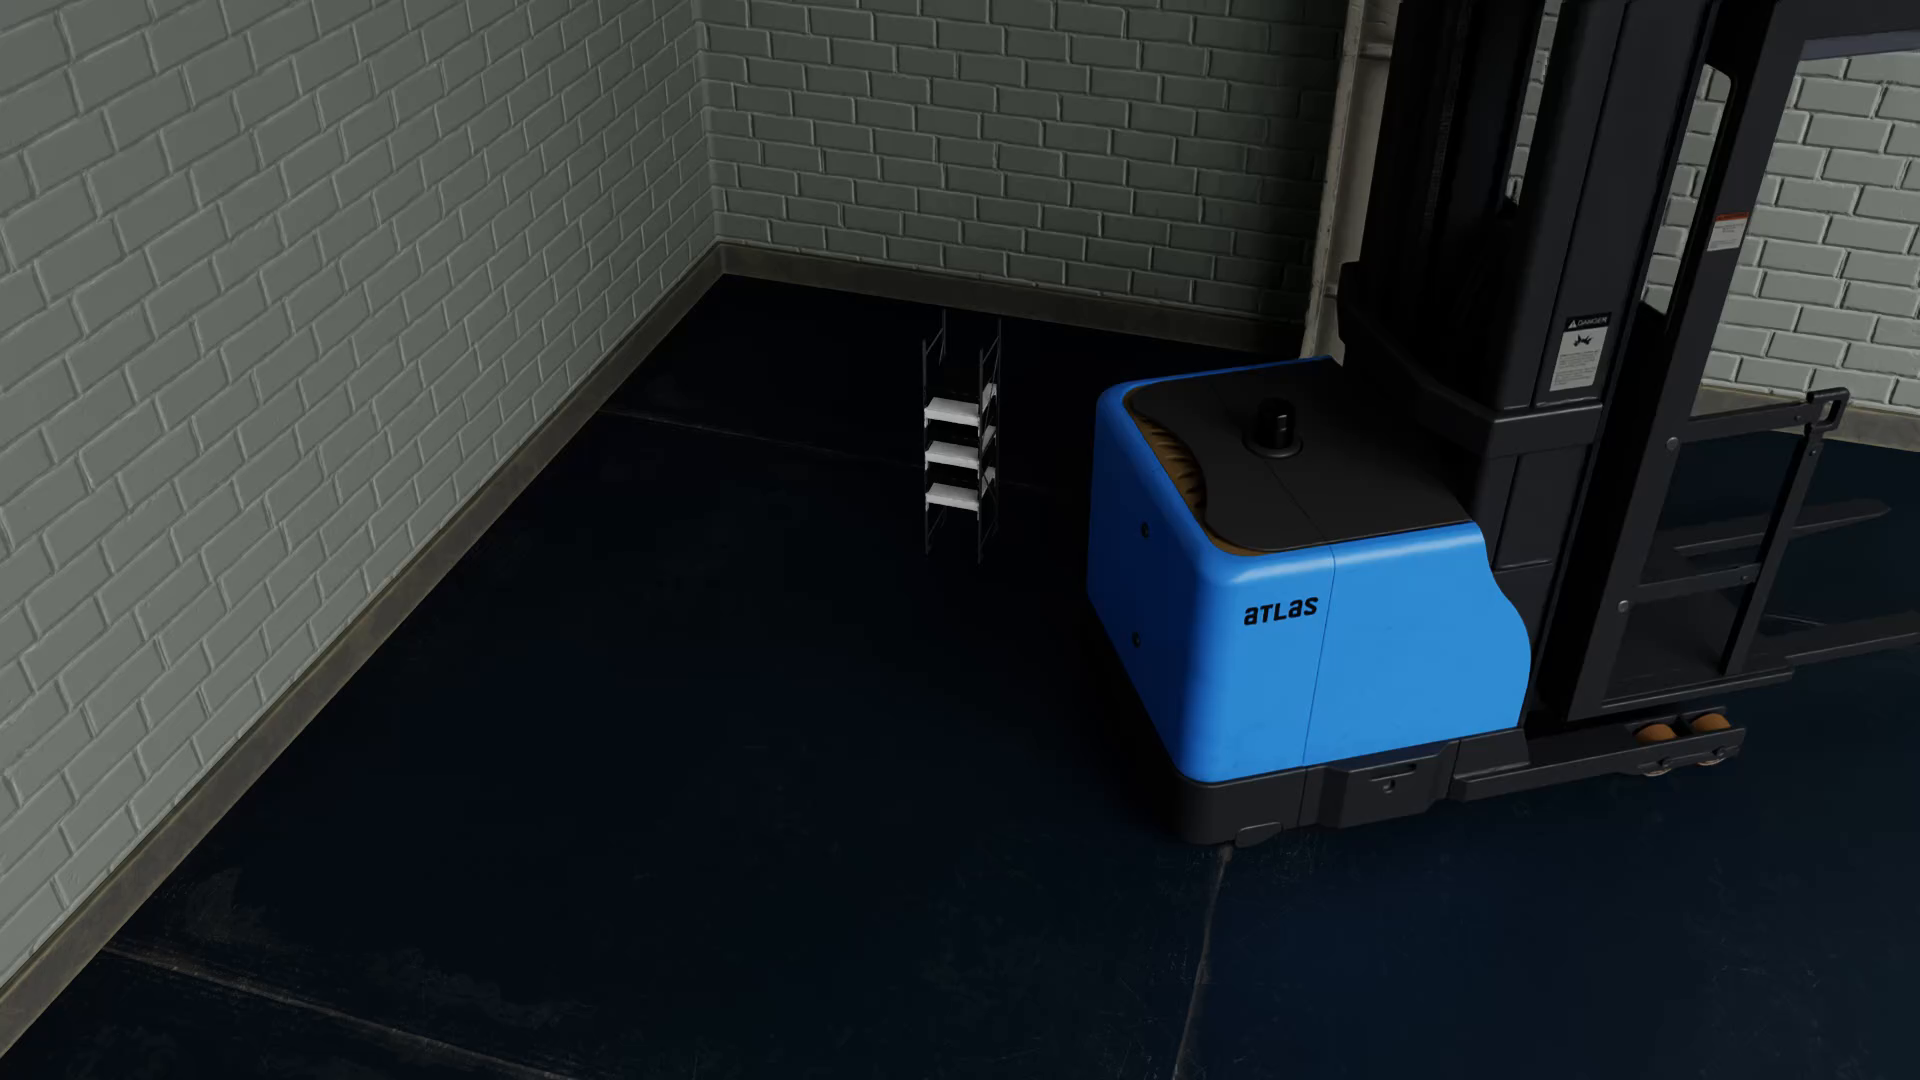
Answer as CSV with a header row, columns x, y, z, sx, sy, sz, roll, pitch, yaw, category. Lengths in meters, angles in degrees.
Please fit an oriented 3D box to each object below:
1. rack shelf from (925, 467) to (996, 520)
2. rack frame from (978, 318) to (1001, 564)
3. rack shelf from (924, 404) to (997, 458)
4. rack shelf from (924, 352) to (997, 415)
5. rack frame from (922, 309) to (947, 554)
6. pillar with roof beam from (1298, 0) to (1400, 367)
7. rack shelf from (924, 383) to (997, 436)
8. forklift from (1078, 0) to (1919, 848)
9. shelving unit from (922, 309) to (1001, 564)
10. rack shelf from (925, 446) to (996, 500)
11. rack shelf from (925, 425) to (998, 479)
x,y,z,sx,sy,sz,roll,pitch,yaw,category
0.008,-0.189,6.108,0.200,0.077,0.258,10,38,14,rack shelf
0.105,-0.343,5.957,0.006,0.900,0.240,10,38,14,rack frame
0.008,-0.407,5.948,0.200,0.077,0.258,10,38,14,rack shelf
0.008,-0.552,5.841,0.200,0.077,0.258,10,38,14,rack shelf
-0.089,-0.379,6.006,0.006,0.900,0.240,10,38,14,rack frame
0.381,-1.881,1.214,0.400,9.000,9.100,10,38,14,pillar with roof beam
0.008,-0.479,5.894,0.200,0.077,0.258,10,38,14,rack shelf
1.976,-0.732,4.772,3.031,2.935,1.130,-9,37,-12,forklift
0.008,-0.361,5.981,0.210,0.900,0.258,10,38,14,shelving unit
0.008,-0.262,6.054,0.200,0.077,0.258,10,38,14,rack shelf
0.008,-0.334,6.001,0.200,0.077,0.258,10,38,14,rack shelf
